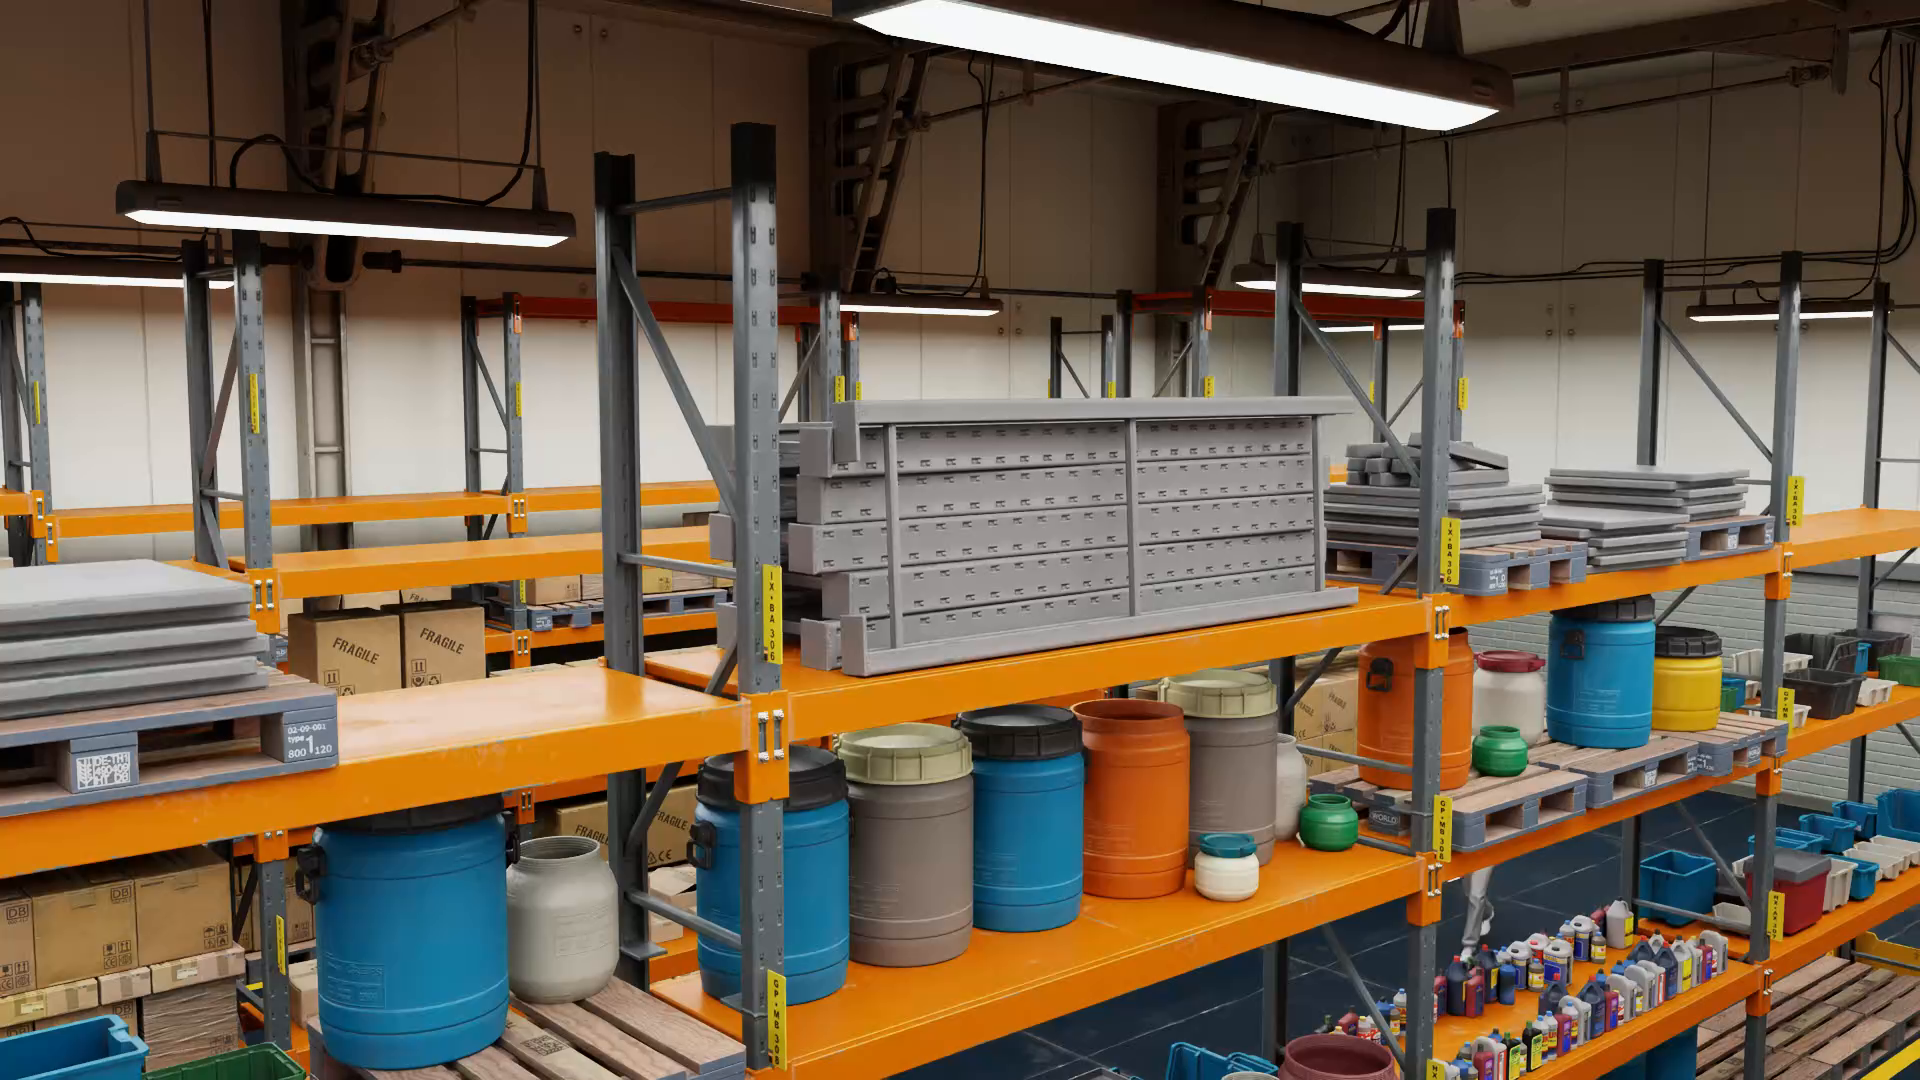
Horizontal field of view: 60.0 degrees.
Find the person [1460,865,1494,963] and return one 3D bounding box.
[{"bbox_3d":[4.708,2.908,15.159,0.550,1.696,0.924,4,7,37],"label":"person"}]
